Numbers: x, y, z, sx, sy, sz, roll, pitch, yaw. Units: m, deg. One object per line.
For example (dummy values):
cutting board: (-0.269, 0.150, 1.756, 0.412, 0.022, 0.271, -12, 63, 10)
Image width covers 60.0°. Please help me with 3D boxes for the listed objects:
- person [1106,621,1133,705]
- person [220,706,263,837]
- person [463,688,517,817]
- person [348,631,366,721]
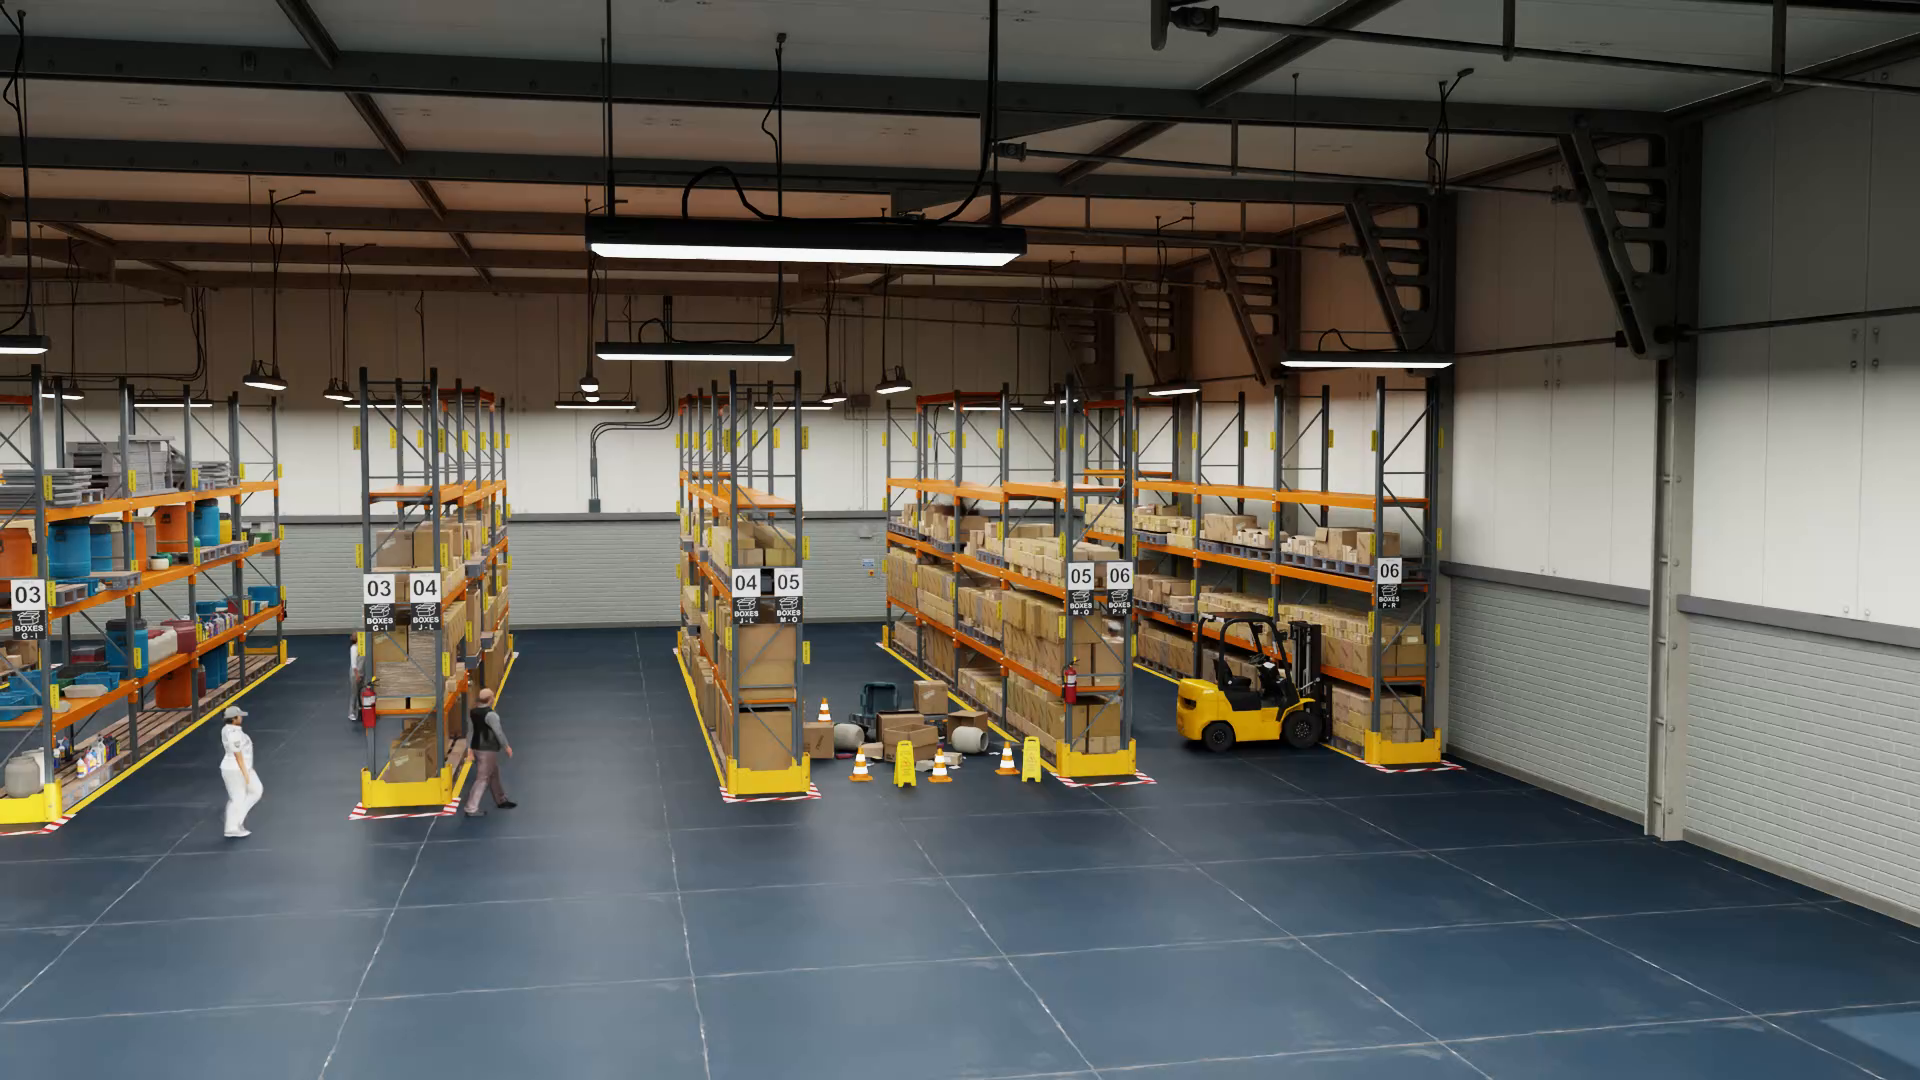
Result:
person: (2.786, 2.375, 29.978, 0.640, 1.822, 0.699, 0, 3, -8)
person: (-9.079, 2.924, 20.977, 0.460, 1.676, 0.496, -1, 3, -13)
person: (-6.259, 2.819, 22.251, 0.876, 1.693, 0.548, -3, 5, -41)
person: (-10.806, 2.431, 29.884, 0.397, 1.599, 0.460, 1, 4, 18)
